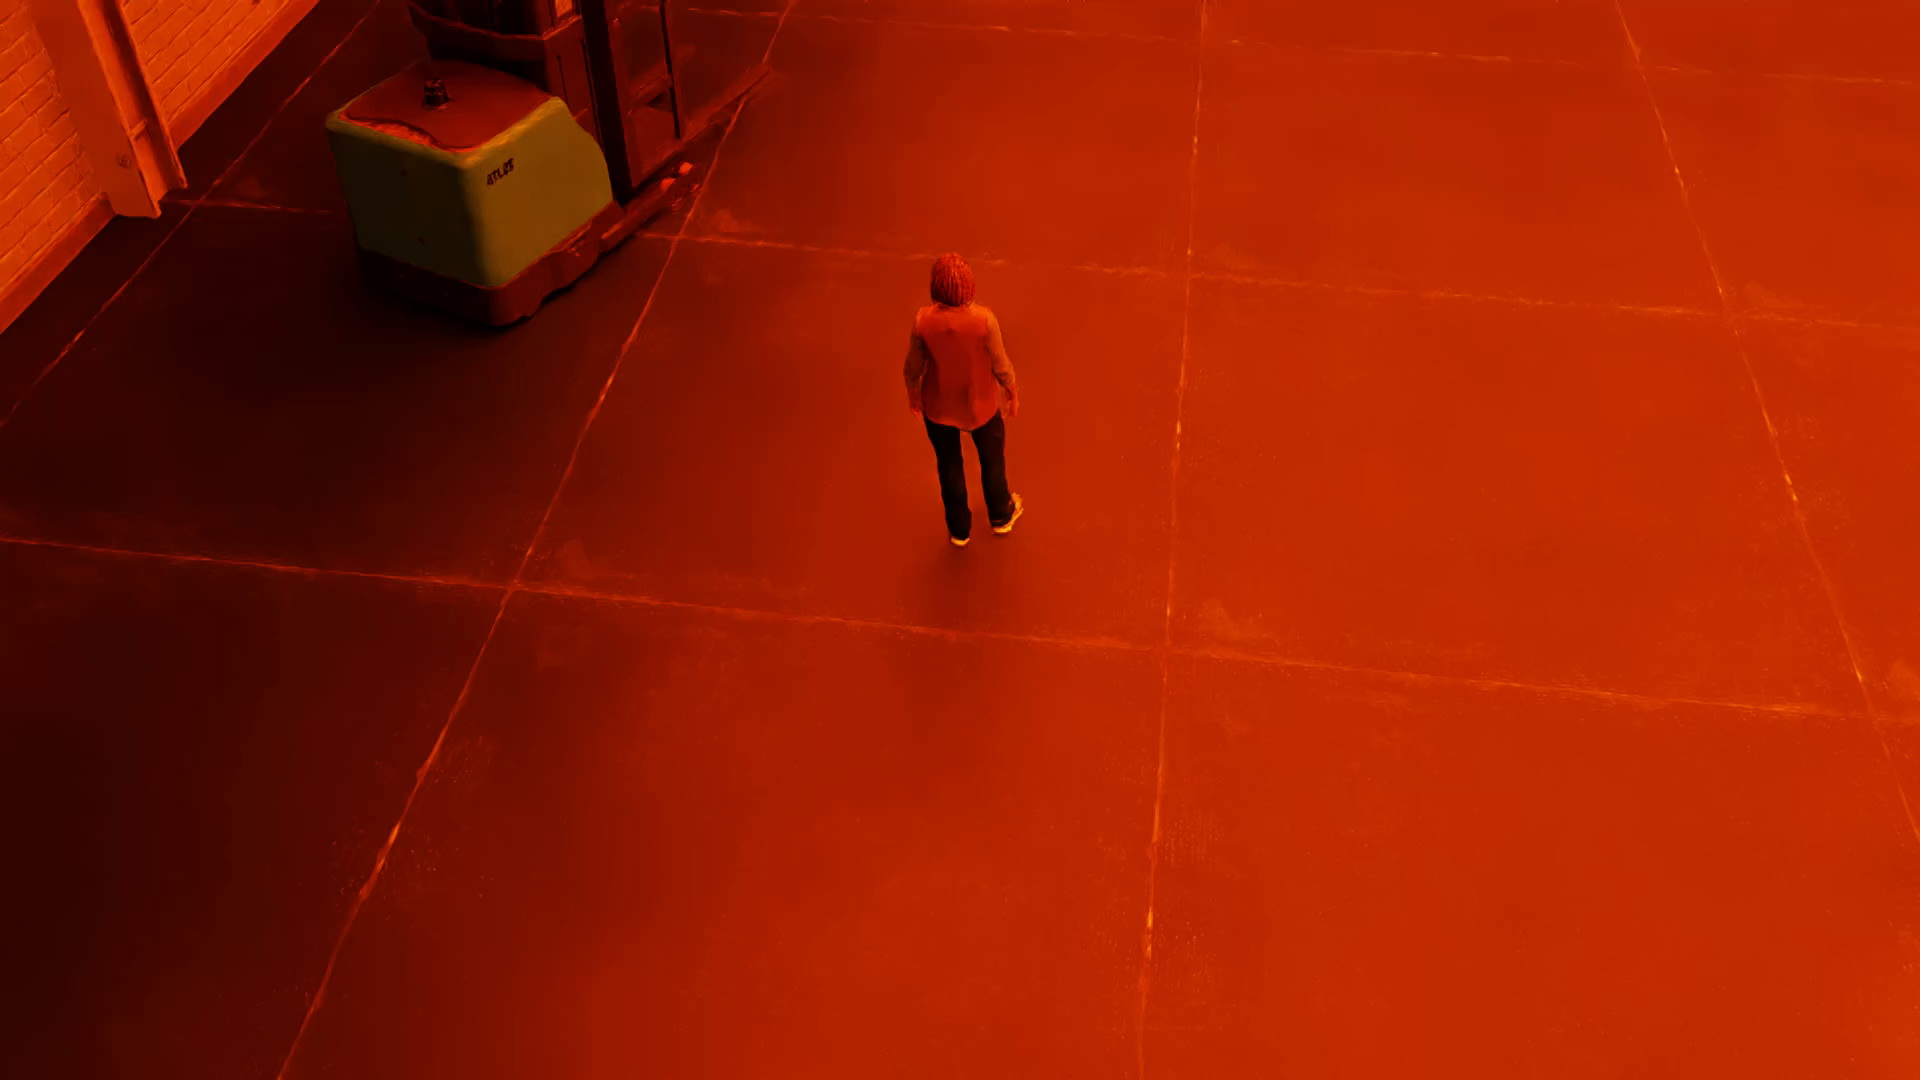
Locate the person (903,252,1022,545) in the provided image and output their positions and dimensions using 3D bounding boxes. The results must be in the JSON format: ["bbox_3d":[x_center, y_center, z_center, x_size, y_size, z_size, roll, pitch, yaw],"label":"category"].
[{"bbox_3d":[0.023,-0.642,7.399,0.520,1.597,0.474,5,43,6],"label":"person"}]

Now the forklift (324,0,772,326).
[{"bbox_3d":[-2.236,-3.239,9.250,1.130,2.935,3.031,19,46,20],"label":"forklift"}]
